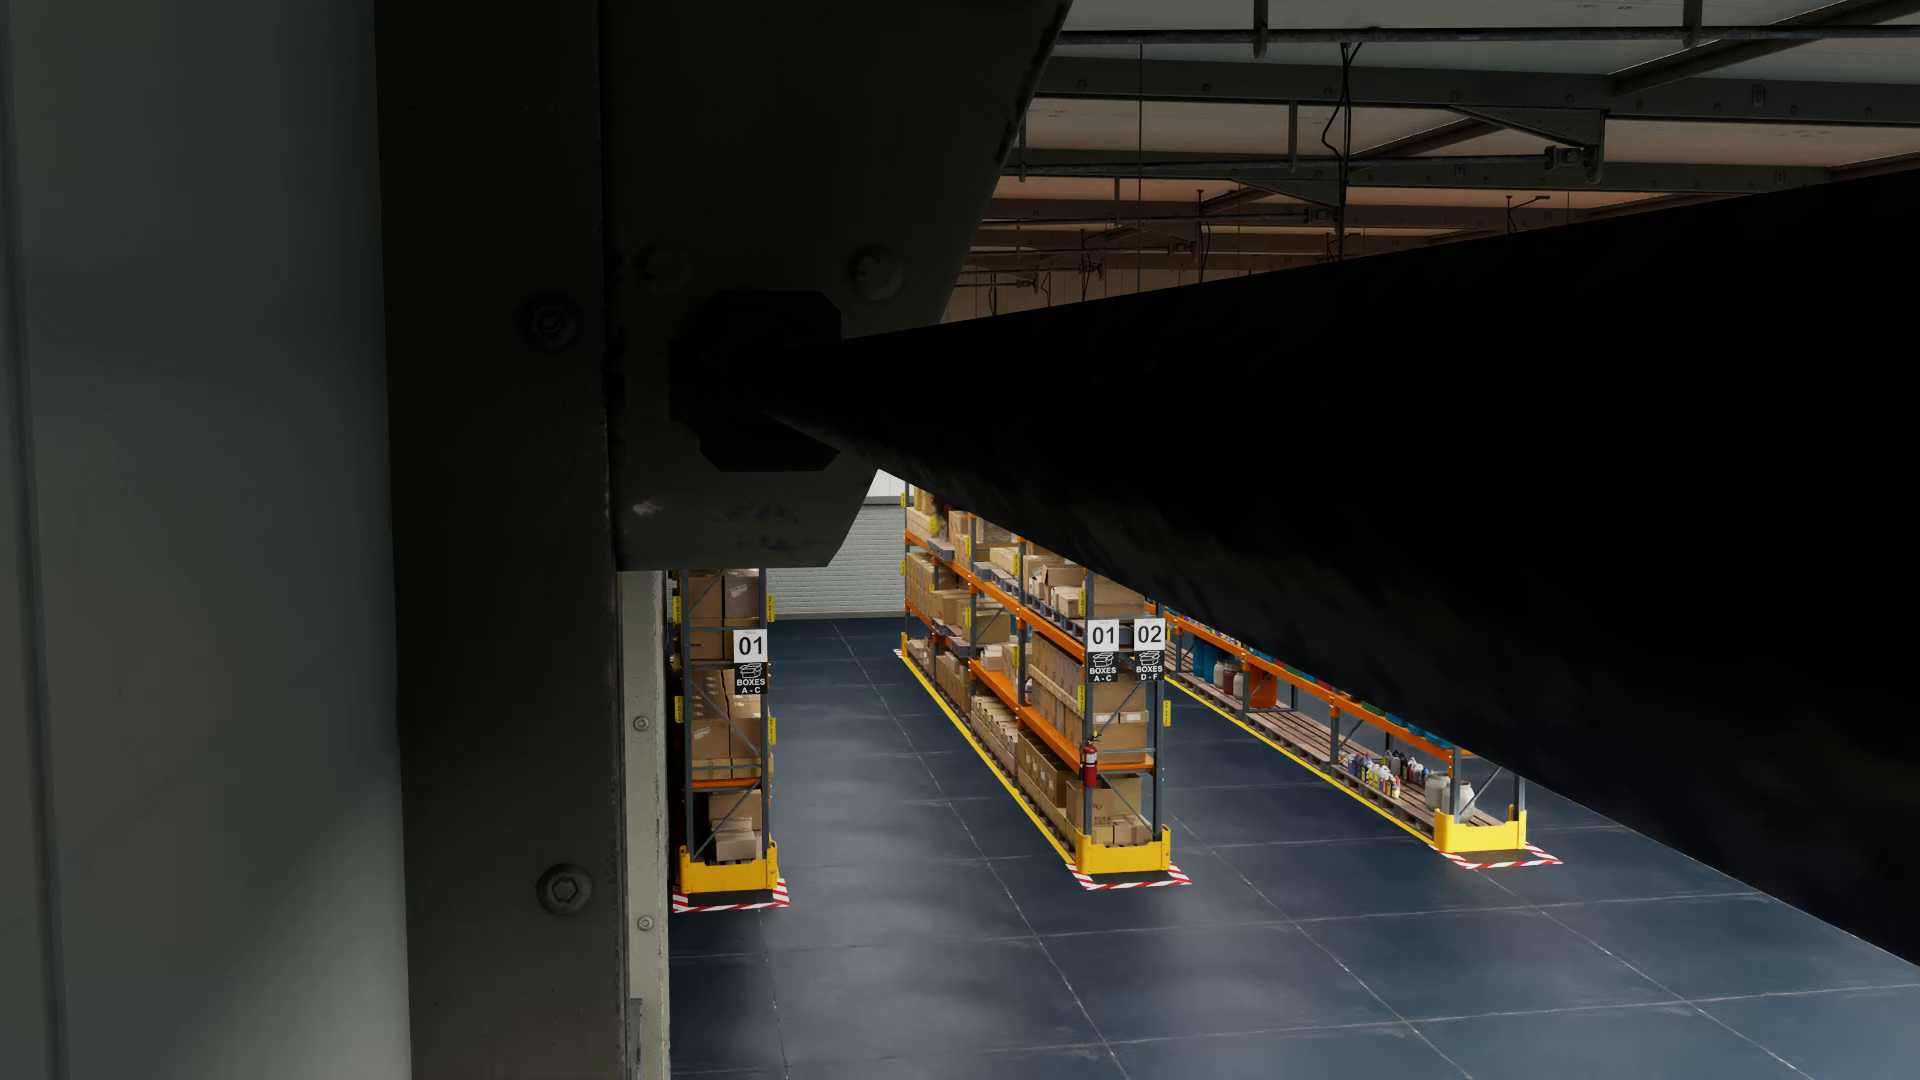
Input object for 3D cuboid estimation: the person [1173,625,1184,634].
[{"bbox_3d":[5.486,1.415,39.033,1.017,1.794,0.693,-1,6,-11],"label":"person"}]
